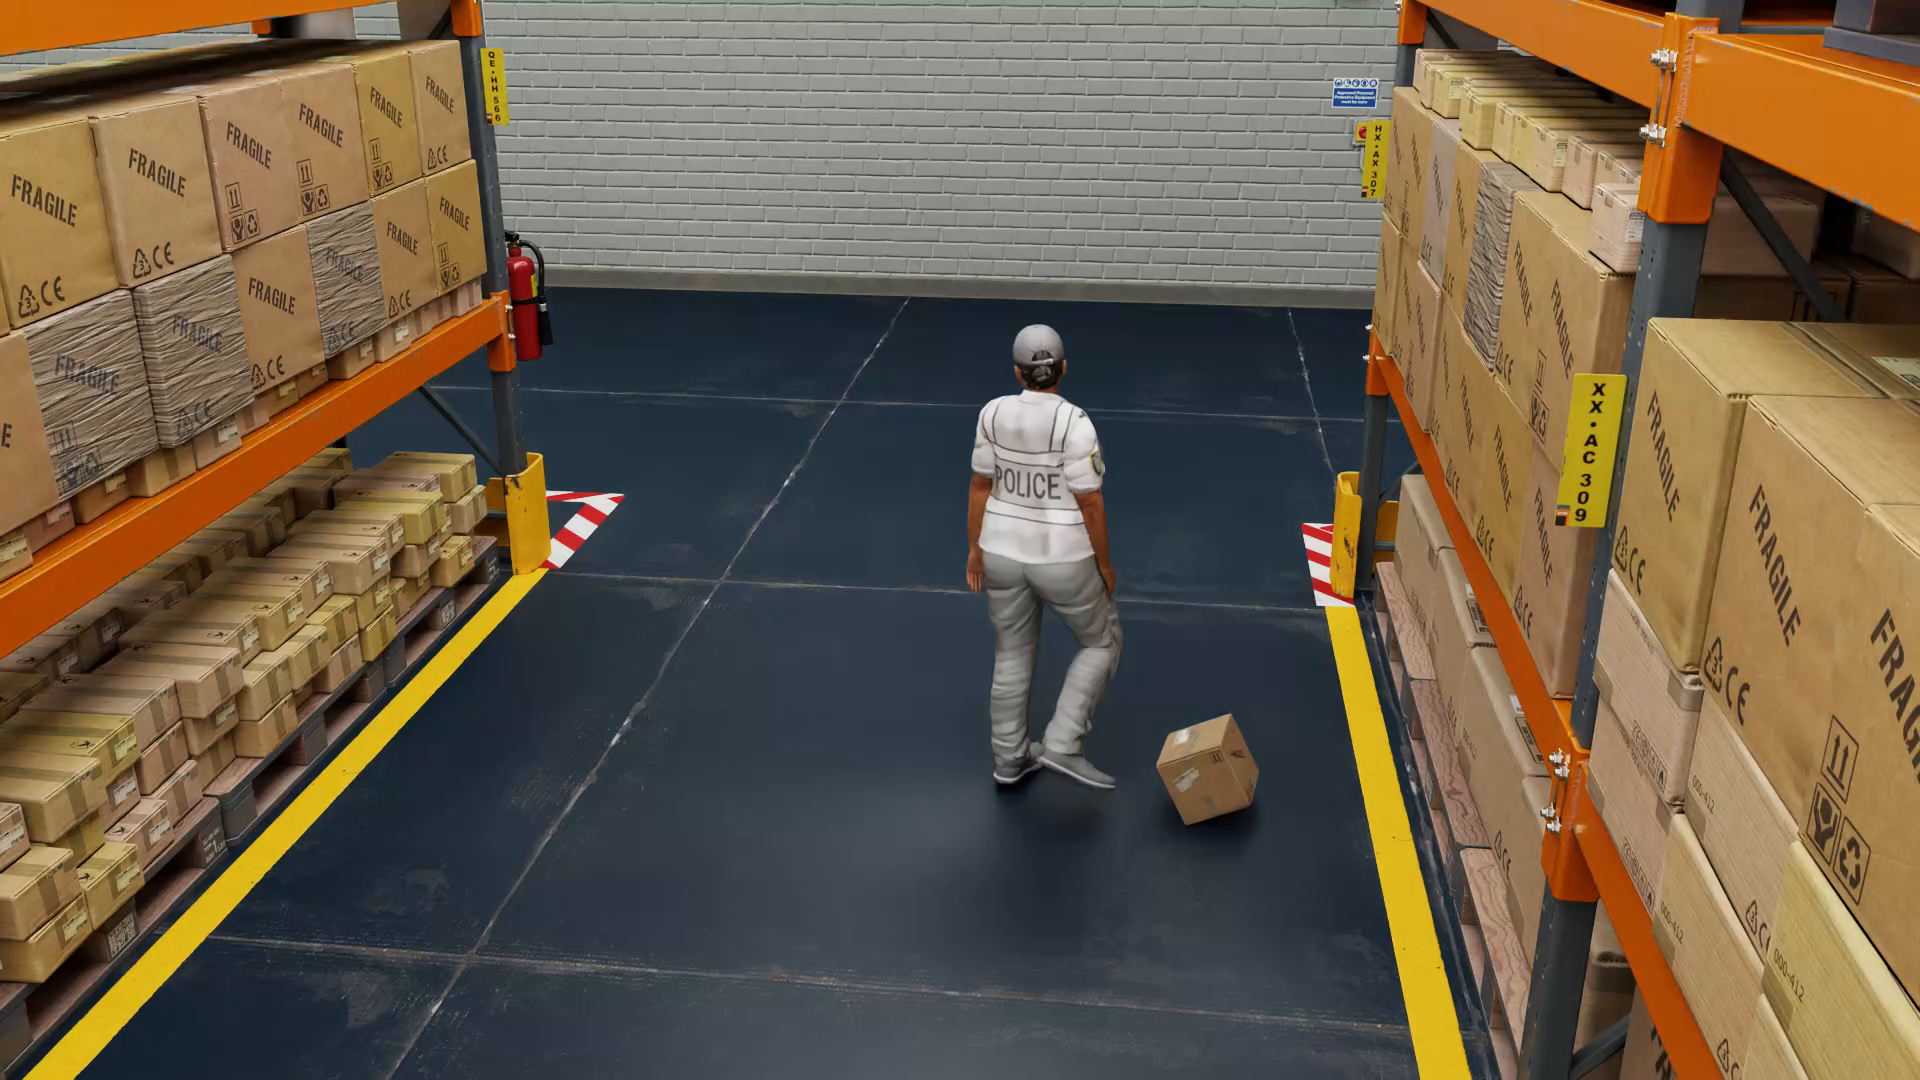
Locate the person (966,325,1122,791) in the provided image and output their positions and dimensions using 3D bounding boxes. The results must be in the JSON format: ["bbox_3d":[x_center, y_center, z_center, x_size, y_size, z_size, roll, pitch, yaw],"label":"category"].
[{"bbox_3d":[0.312,0.082,5.829,0.640,1.656,0.463,12,24,29],"label":"person"}]
